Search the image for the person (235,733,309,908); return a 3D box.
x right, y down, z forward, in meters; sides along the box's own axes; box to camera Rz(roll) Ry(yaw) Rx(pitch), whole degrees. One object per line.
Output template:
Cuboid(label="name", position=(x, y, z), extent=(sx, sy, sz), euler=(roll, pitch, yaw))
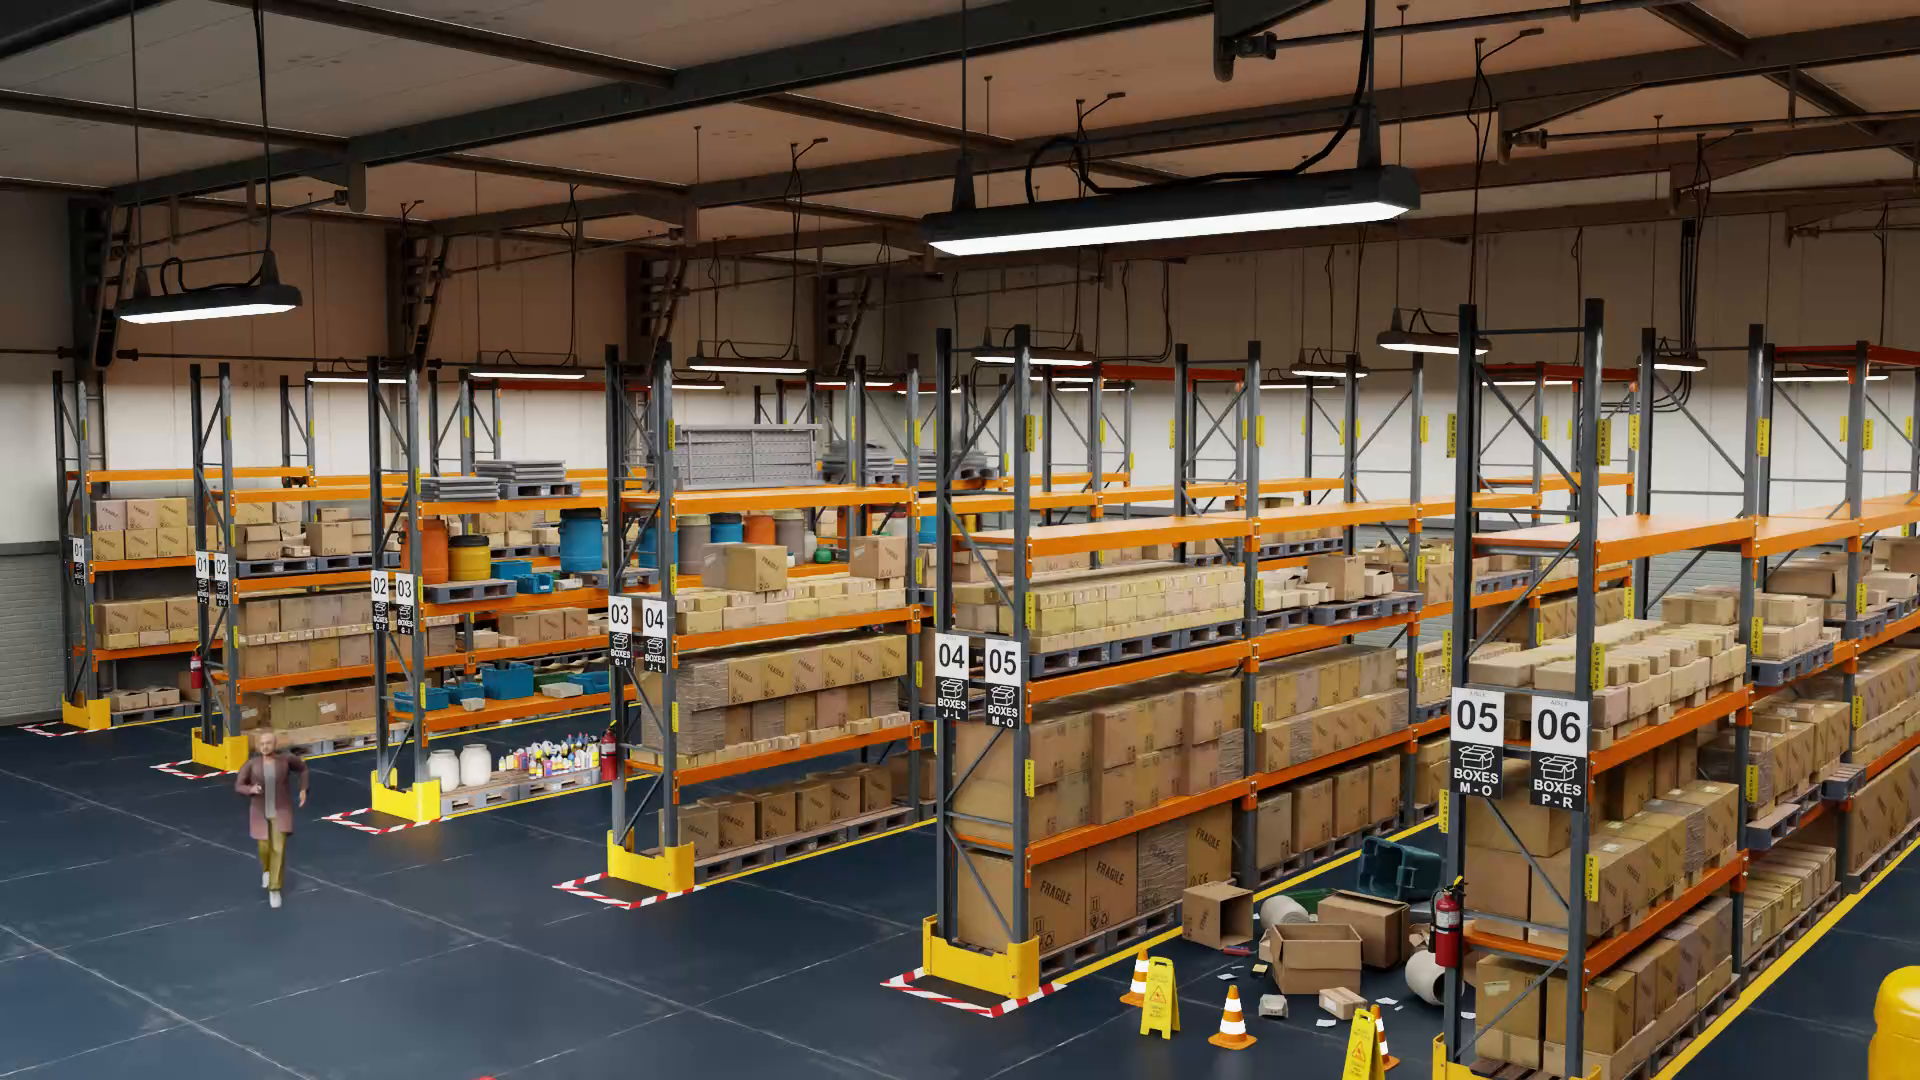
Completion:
Cuboid(label="person", position=(-7.424, 2.963, 17.936), extent=(0.731, 1.758, 1.116), euler=(-1, 4, -14))
